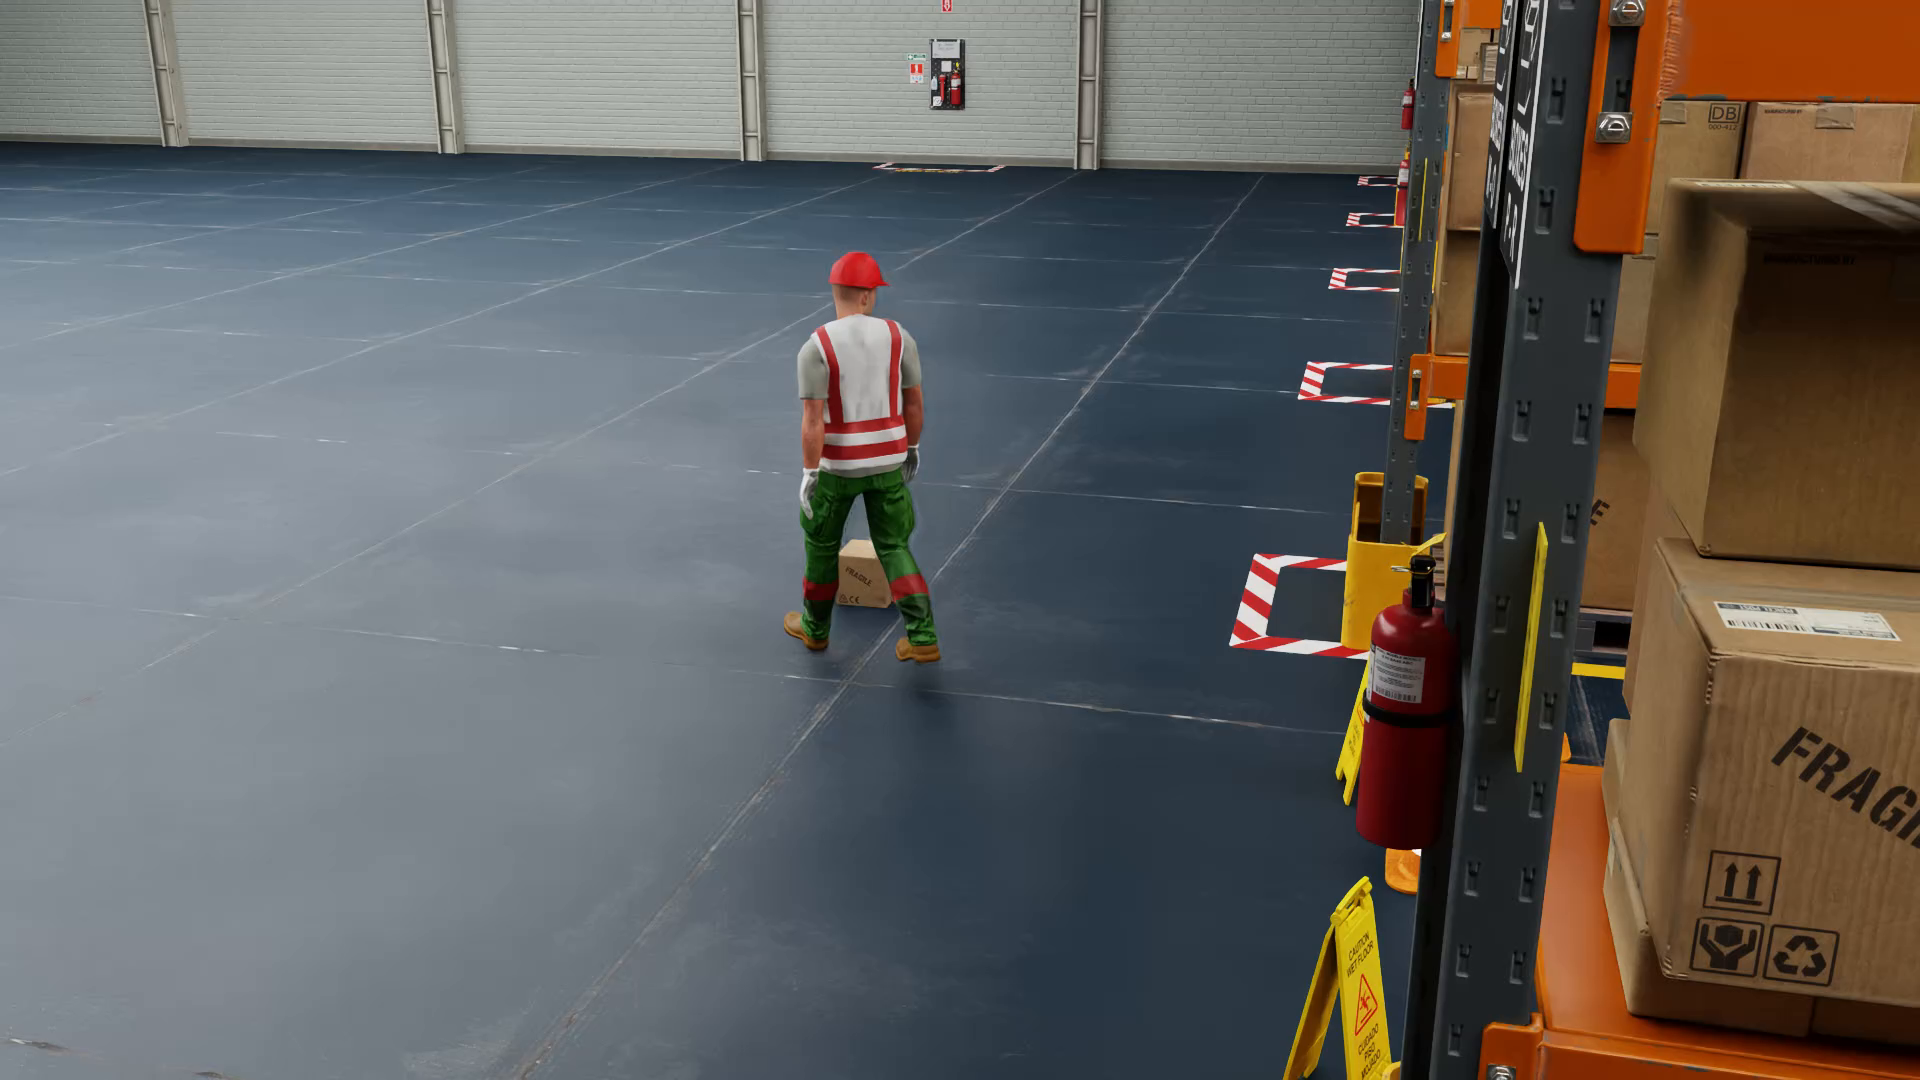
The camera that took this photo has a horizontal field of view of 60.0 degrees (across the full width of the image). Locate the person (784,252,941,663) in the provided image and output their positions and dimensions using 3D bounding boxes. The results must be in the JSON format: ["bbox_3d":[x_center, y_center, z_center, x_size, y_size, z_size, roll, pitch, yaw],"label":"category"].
[{"bbox_3d":[-0.431,-0.323,7.007,0.588,1.764,0.871,-8,20,-22],"label":"person"}]
